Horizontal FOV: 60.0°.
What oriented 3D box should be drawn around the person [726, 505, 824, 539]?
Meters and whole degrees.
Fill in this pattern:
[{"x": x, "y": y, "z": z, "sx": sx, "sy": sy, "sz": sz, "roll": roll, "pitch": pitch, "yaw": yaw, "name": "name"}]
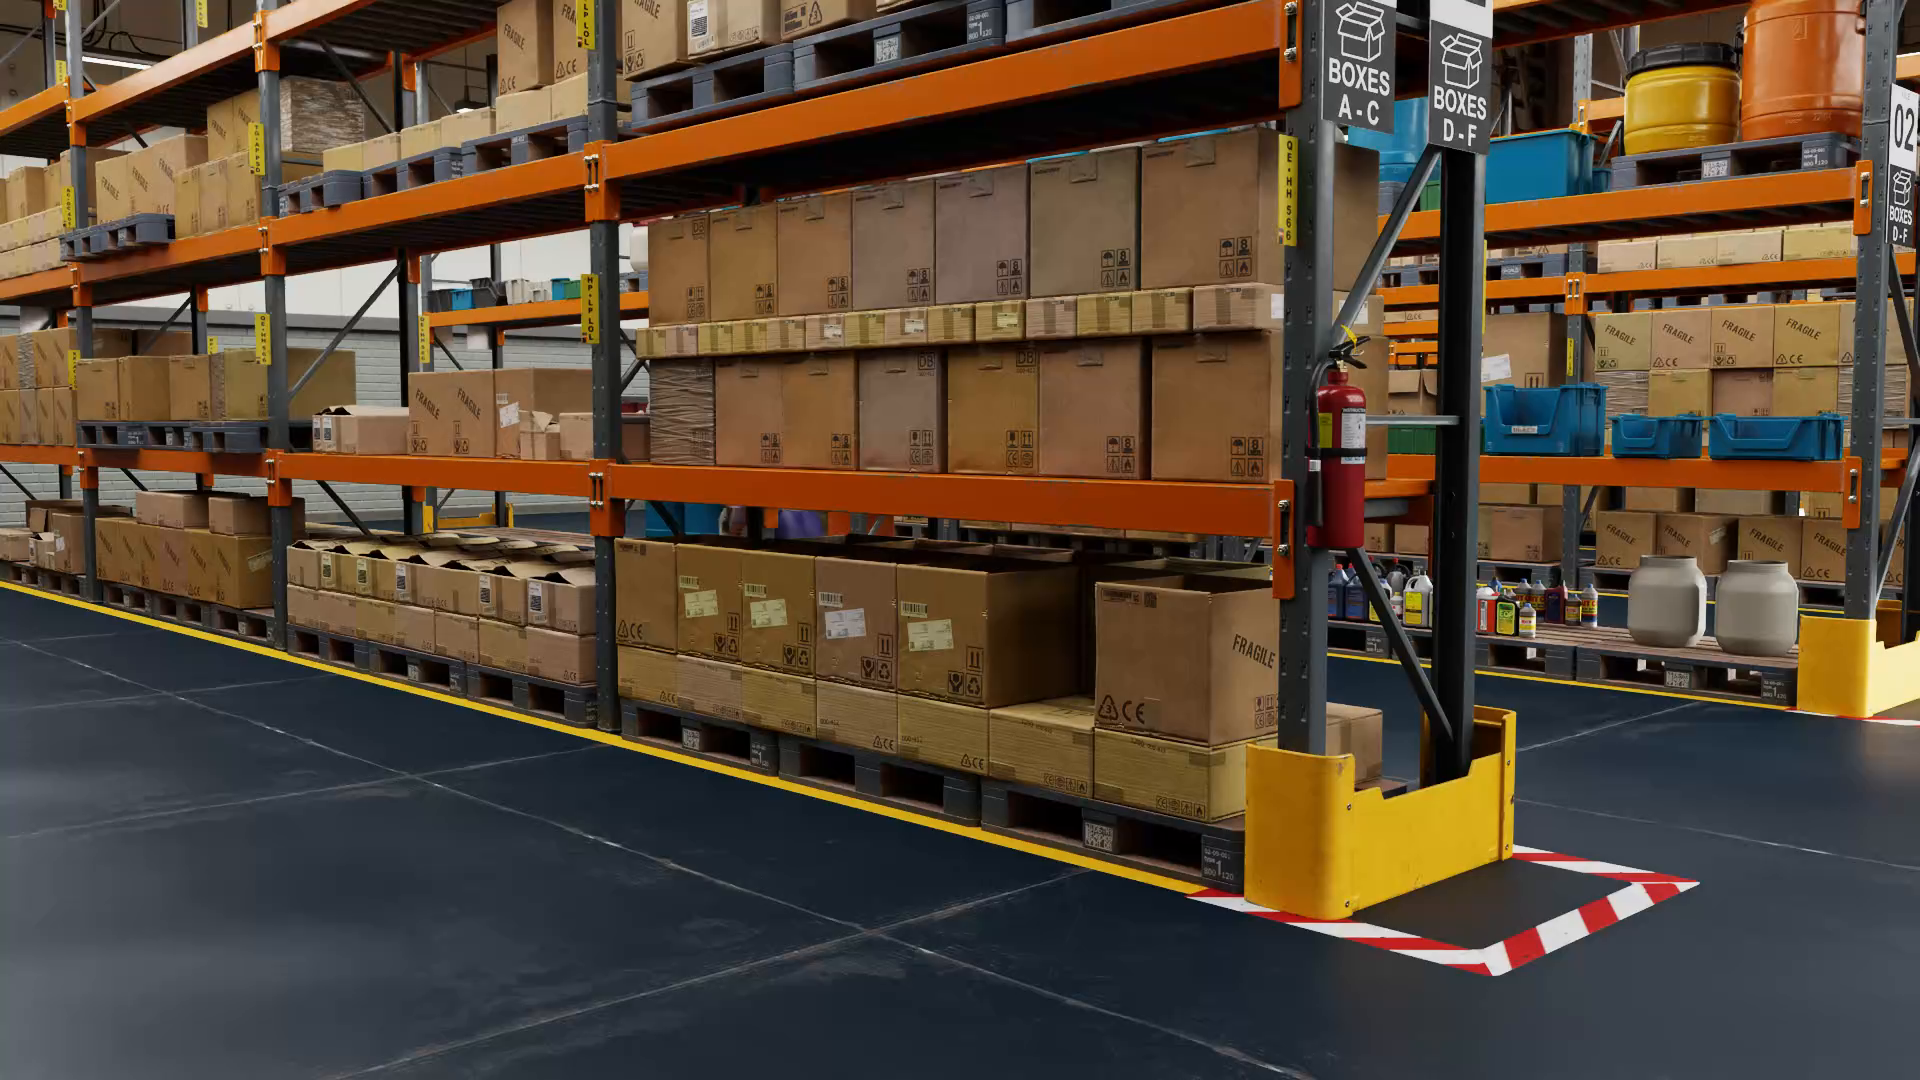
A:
[{"x": -1.259, "y": 0.082, "z": 10.882, "sx": 0.813, "sy": 1.318, "sz": 0.456, "roll": 4, "pitch": 6, "yaw": 44, "name": "person"}]
